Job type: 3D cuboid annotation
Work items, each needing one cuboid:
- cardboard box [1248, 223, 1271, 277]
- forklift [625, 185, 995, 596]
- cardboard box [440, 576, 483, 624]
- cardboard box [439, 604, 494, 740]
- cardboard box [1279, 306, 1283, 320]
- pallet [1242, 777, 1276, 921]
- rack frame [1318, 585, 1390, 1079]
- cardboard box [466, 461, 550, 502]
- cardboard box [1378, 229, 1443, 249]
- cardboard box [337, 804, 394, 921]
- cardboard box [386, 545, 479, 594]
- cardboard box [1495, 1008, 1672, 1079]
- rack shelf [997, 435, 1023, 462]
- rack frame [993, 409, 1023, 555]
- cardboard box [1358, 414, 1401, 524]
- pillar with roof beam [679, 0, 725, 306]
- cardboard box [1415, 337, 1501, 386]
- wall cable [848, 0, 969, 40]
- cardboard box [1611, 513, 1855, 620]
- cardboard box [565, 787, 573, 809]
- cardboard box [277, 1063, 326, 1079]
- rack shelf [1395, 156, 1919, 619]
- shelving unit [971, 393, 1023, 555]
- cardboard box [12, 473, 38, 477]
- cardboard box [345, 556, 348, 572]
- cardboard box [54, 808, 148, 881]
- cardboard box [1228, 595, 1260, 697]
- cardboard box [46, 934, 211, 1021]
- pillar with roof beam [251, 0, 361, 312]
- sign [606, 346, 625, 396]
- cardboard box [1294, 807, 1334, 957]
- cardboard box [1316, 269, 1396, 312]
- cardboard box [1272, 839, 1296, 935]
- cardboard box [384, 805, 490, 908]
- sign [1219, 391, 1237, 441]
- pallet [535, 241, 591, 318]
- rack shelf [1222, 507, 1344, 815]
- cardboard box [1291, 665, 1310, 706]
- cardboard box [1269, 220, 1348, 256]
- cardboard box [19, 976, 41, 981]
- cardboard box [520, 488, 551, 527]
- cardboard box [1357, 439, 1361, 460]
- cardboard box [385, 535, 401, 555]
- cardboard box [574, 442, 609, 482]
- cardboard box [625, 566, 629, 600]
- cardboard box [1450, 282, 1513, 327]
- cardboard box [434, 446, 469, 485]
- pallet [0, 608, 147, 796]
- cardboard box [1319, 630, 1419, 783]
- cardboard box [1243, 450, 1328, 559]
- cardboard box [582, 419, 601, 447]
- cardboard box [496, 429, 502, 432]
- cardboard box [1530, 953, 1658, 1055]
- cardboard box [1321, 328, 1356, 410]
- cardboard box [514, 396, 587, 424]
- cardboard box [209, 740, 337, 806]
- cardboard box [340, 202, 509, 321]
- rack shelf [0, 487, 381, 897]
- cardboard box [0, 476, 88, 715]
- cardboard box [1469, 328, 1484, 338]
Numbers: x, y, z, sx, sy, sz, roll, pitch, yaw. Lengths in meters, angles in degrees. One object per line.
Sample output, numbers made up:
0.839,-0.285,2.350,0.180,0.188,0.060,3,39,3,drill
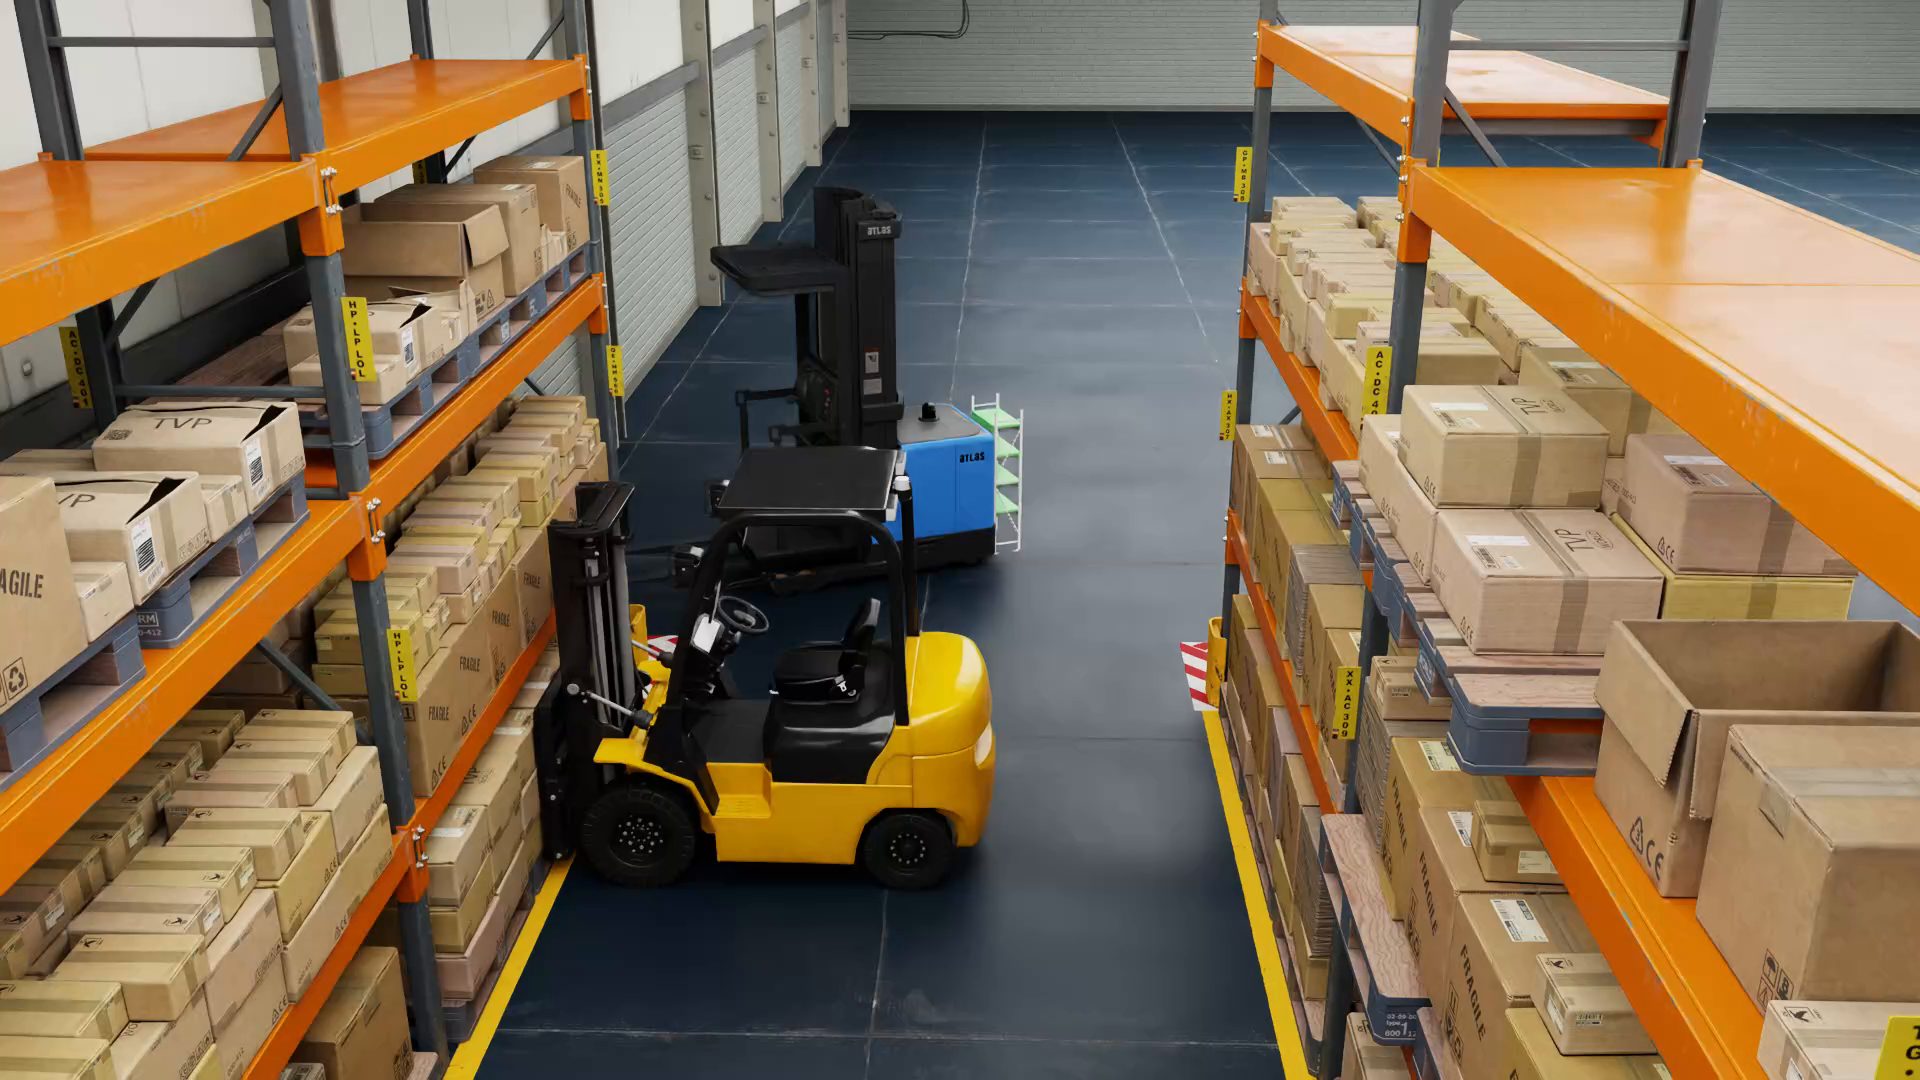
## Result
1.959,-1.663,9.612,0.500,0.250,0.500,0,21,1,cardboard box
-1.287,-1.154,12.744,3.031,2.935,1.130,-8,23,-20,forklift
-2.502,0.280,7.919,0.380,0.149,0.250,1,21,3,cardboard box
-2.569,0.625,7.926,0.500,0.500,0.500,1,21,3,cardboard box
1.962,-1.259,9.121,0.380,0.149,0.250,1,21,1,cardboard box
2.138,1.686,9.186,1.003,0.211,1.213,1,21,2,pallet
2.119,1.071,6.915,1.000,3.000,0.127,1,21,2,rack frame
-2.460,-0.322,9.058,0.380,0.149,0.250,1,21,3,cardboard box
2.416,-1.538,8.737,0.380,0.149,0.250,1,21,2,cardboard box
-2.597,1.273,6.602,0.500,0.250,0.500,1,21,3,cardboard box
-2.510,0.138,7.873,0.380,0.149,0.250,1,21,3,cardboard box
1.752,1.599,4.423,0.500,0.500,0.500,-1,21,-2,cardboard box
0.294,-0.706,13.493,0.258,0.148,0.480,-8,23,-20,rack shelf
0.383,-0.459,13.345,0.240,1.200,0.015,-8,23,-20,rack frame
1.700,-0.246,5.790,0.500,0.250,0.500,0,21,0,cardboard box
1.025,-7.275,20.131,9.100,9.000,0.400,1,21,2,pillar with roof beam
1.910,-0.699,6.575,0.380,0.149,0.250,1,21,3,cardboard box
-1.319,-13.433,40.296,3.097,2.526,0.112,1,21,2,wall cable
2.209,0.127,4.828,0.500,0.250,0.500,1,21,2,cardboard box
-2.462,1.380,9.340,0.500,0.250,0.500,1,21,3,cardboard box
-2.879,2.399,6.196,0.875,0.625,0.625,0,21,1,cardboard box
2.058,-0.481,4.168,1.077,0.370,4.000,1,21,2,rack shelf
0.292,-0.541,13.556,0.258,1.200,0.503,-8,23,-20,shelving unit
-2.953,-0.109,5.438,0.380,0.149,0.250,1,21,2,cardboard box
-3.118,0.041,8.125,0.380,0.149,0.250,0,21,1,cardboard box
-3.124,1.073,5.875,0.380,0.149,0.250,0,21,1,cardboard box
1.939,0.659,10.162,0.500,0.500,0.500,0,21,0,cardboard box
-2.571,1.354,5.151,0.380,0.149,0.250,0,21,0,cardboard box
0.660,-2.936,8.949,9.100,9.000,0.400,1,21,2,pillar with roof beam
-2.179,-1.068,10.499,0.100,0.325,0.005,1,21,2,sign
1.868,1.591,7.760,0.500,0.500,0.500,0,21,1,cardboard box
1.882,-1.169,7.786,0.380,0.149,0.250,1,21,2,cardboard box
1.874,1.748,8.391,0.500,0.250,0.500,0,21,0,cardboard box
-2.514,1.466,7.735,0.500,0.250,0.500,0,21,1,cardboard box
1.698,-0.785,10.501,0.100,0.325,0.005,1,21,2,sign
-2.769,-1.530,9.595,1.003,0.211,1.213,1,21,2,pallet
2.180,0.683,8.909,1.077,0.370,4.000,1,21,2,rack shelf
1.851,0.701,8.215,0.380,0.149,0.250,0,21,1,cardboard box
1.883,-1.631,8.977,0.380,0.149,0.250,1,21,1,cardboard box
-3.174,1.588,5.100,0.500,0.250,0.500,0,21,1,cardboard box
-2.466,-0.185,9.117,0.380,0.149,0.250,1,21,2,cardboard box
1.823,-0.328,6.721,0.380,0.149,0.250,1,21,2,cardboard box
-3.055,0.083,8.426,0.380,0.149,0.250,0,21,1,cardboard box
-2.474,-0.294,10.295,0.500,0.500,0.500,0,21,0,cardboard box
-2.423,0.362,10.582,0.500,0.250,0.500,1,21,3,cardboard box
2.442,-1.067,7.523,0.380,0.149,0.250,0,21,0,cardboard box
-2.986,-0.422,9.318,0.380,0.149,0.250,1,21,3,cardboard box
-3.002,0.503,4.493,1.003,0.211,1.213,2,21,4,pallet
1.884,0.723,7.264,0.500,0.500,0.500,0,21,0,cardboard box
1.936,-0.205,9.654,0.500,0.500,0.500,1,21,3,cardboard box
-2.452,-0.649,10.313,0.380,0.149,0.250,1,21,2,cardboard box
-2.935,-0.568,10.104,0.380,0.149,0.250,1,21,2,cardboard box
1.765,1.239,4.455,0.380,0.149,0.250,0,21,-1,cardboard box
1.877,-0.741,7.235,0.500,0.250,0.500,0,21,1,cardboard box
-2.521,-0.784,10.251,0.380,0.149,0.250,1,21,2,cardboard box
-2.621,0.888,6.351,0.380,0.149,0.250,0,21,1,cardboard box
-2.678,-1.374,8.209,0.797,0.503,0.637,1,21,3,cardboard box
-2.904,0.678,4.776,1.077,0.370,4.000,1,21,2,rack shelf
-2.668,0.150,4.287,0.500,0.500,0.500,1,21,3,cardboard box
2.412,-0.739,7.229,0.500,0.250,0.500,0,21,1,cardboard box
